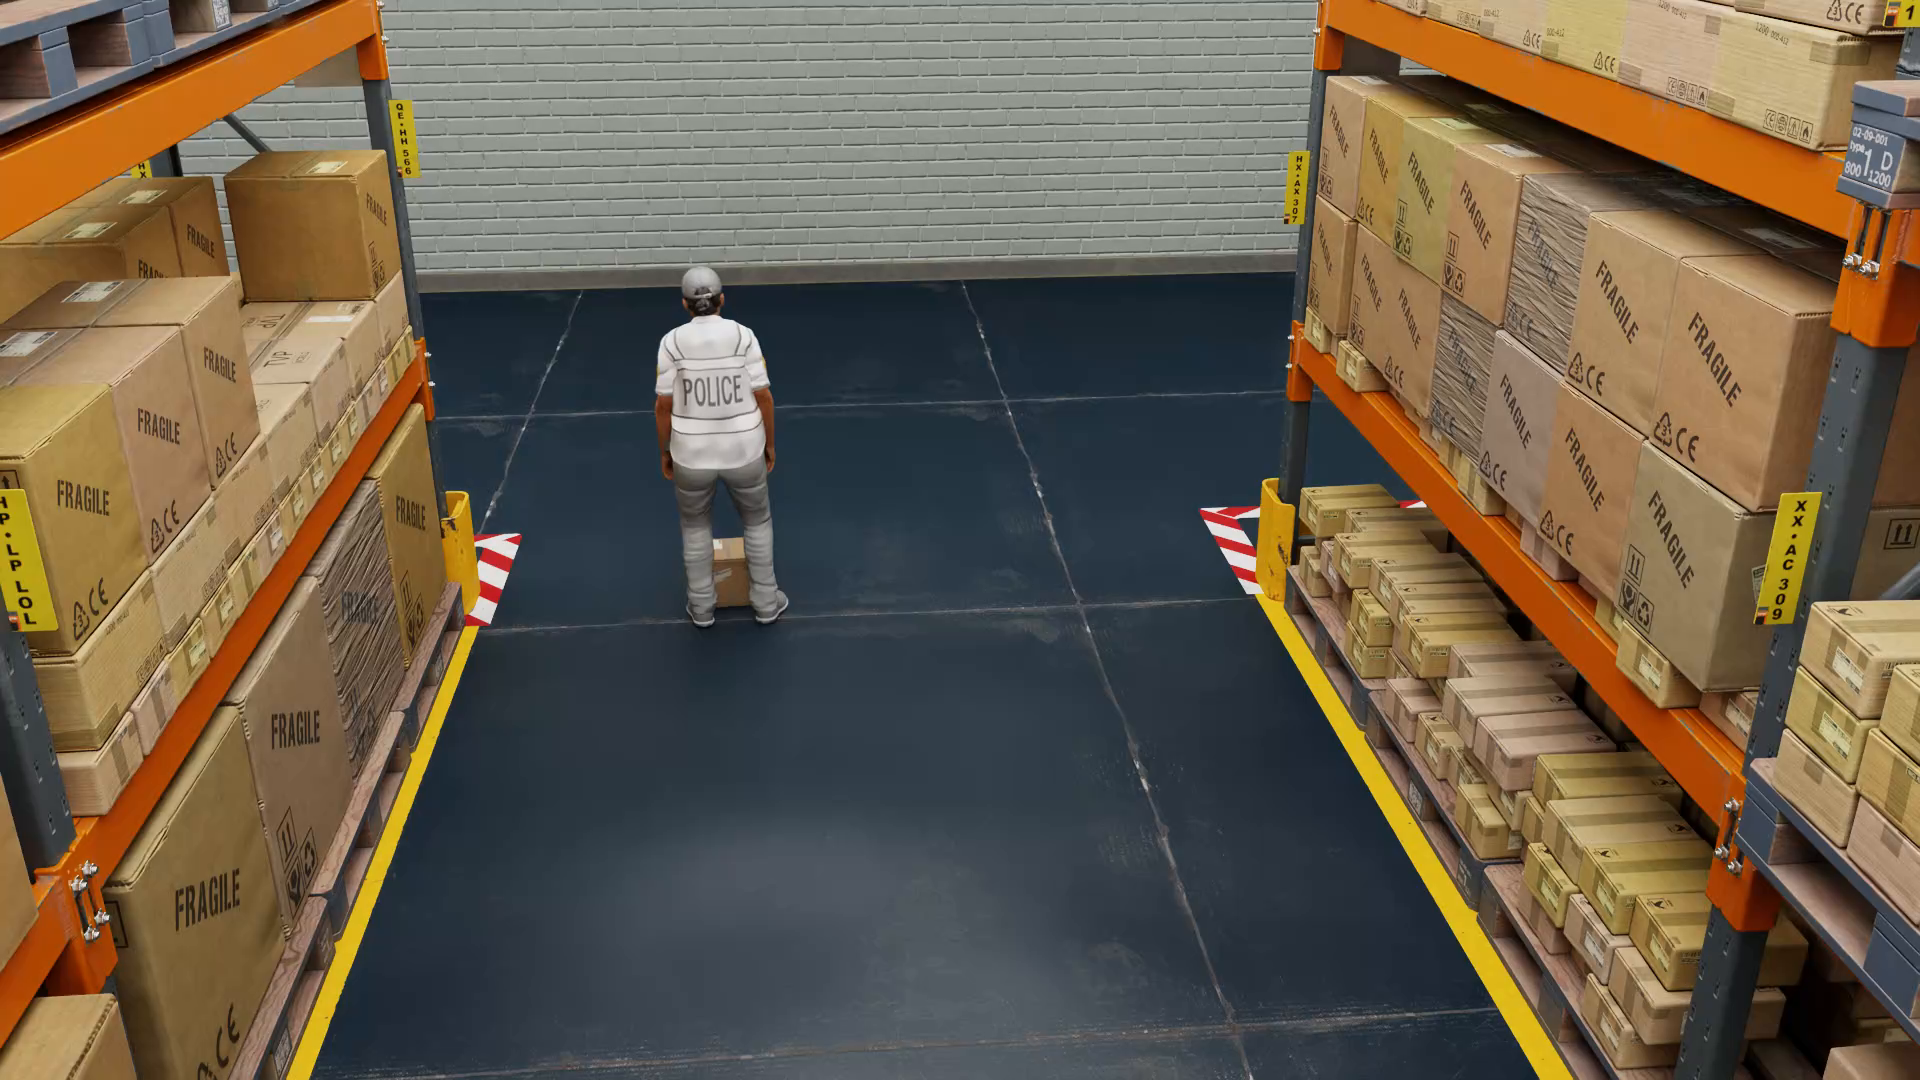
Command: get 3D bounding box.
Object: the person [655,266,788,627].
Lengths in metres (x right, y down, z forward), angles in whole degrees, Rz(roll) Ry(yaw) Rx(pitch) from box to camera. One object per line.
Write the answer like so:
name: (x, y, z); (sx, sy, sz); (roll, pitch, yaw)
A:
person: (-1.077, -0.404, 7.506); (0.544, 1.664, 0.468); (-3, 24, -8)
